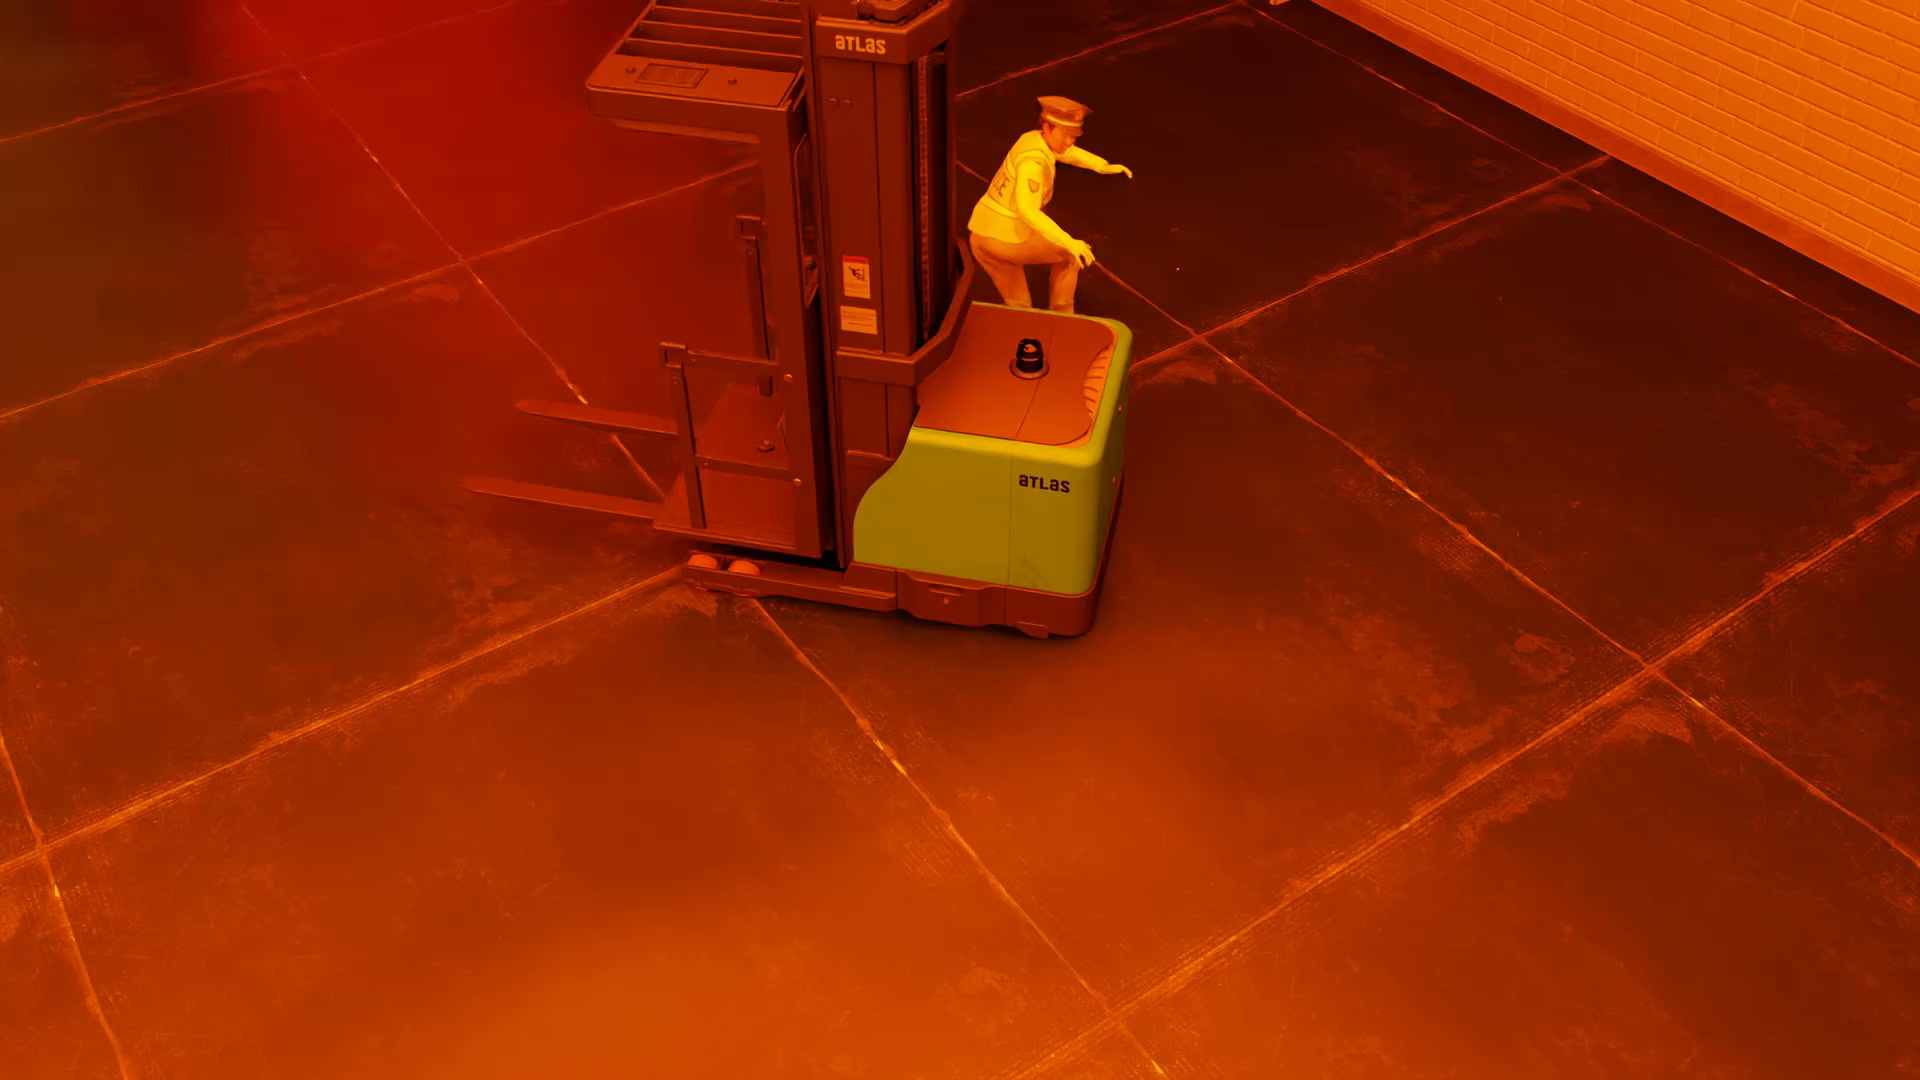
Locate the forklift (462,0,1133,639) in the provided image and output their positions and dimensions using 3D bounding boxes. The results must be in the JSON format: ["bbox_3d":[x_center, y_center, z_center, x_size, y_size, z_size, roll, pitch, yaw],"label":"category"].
[{"bbox_3d":[-0.795,-1.161,6.975,3.031,2.935,1.130,9,43,9],"label":"forklift"}]

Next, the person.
[{"bbox_3d":[0.510,-1.524,8.458,0.886,1.429,0.910,-15,45,-15],"label":"person"}]
